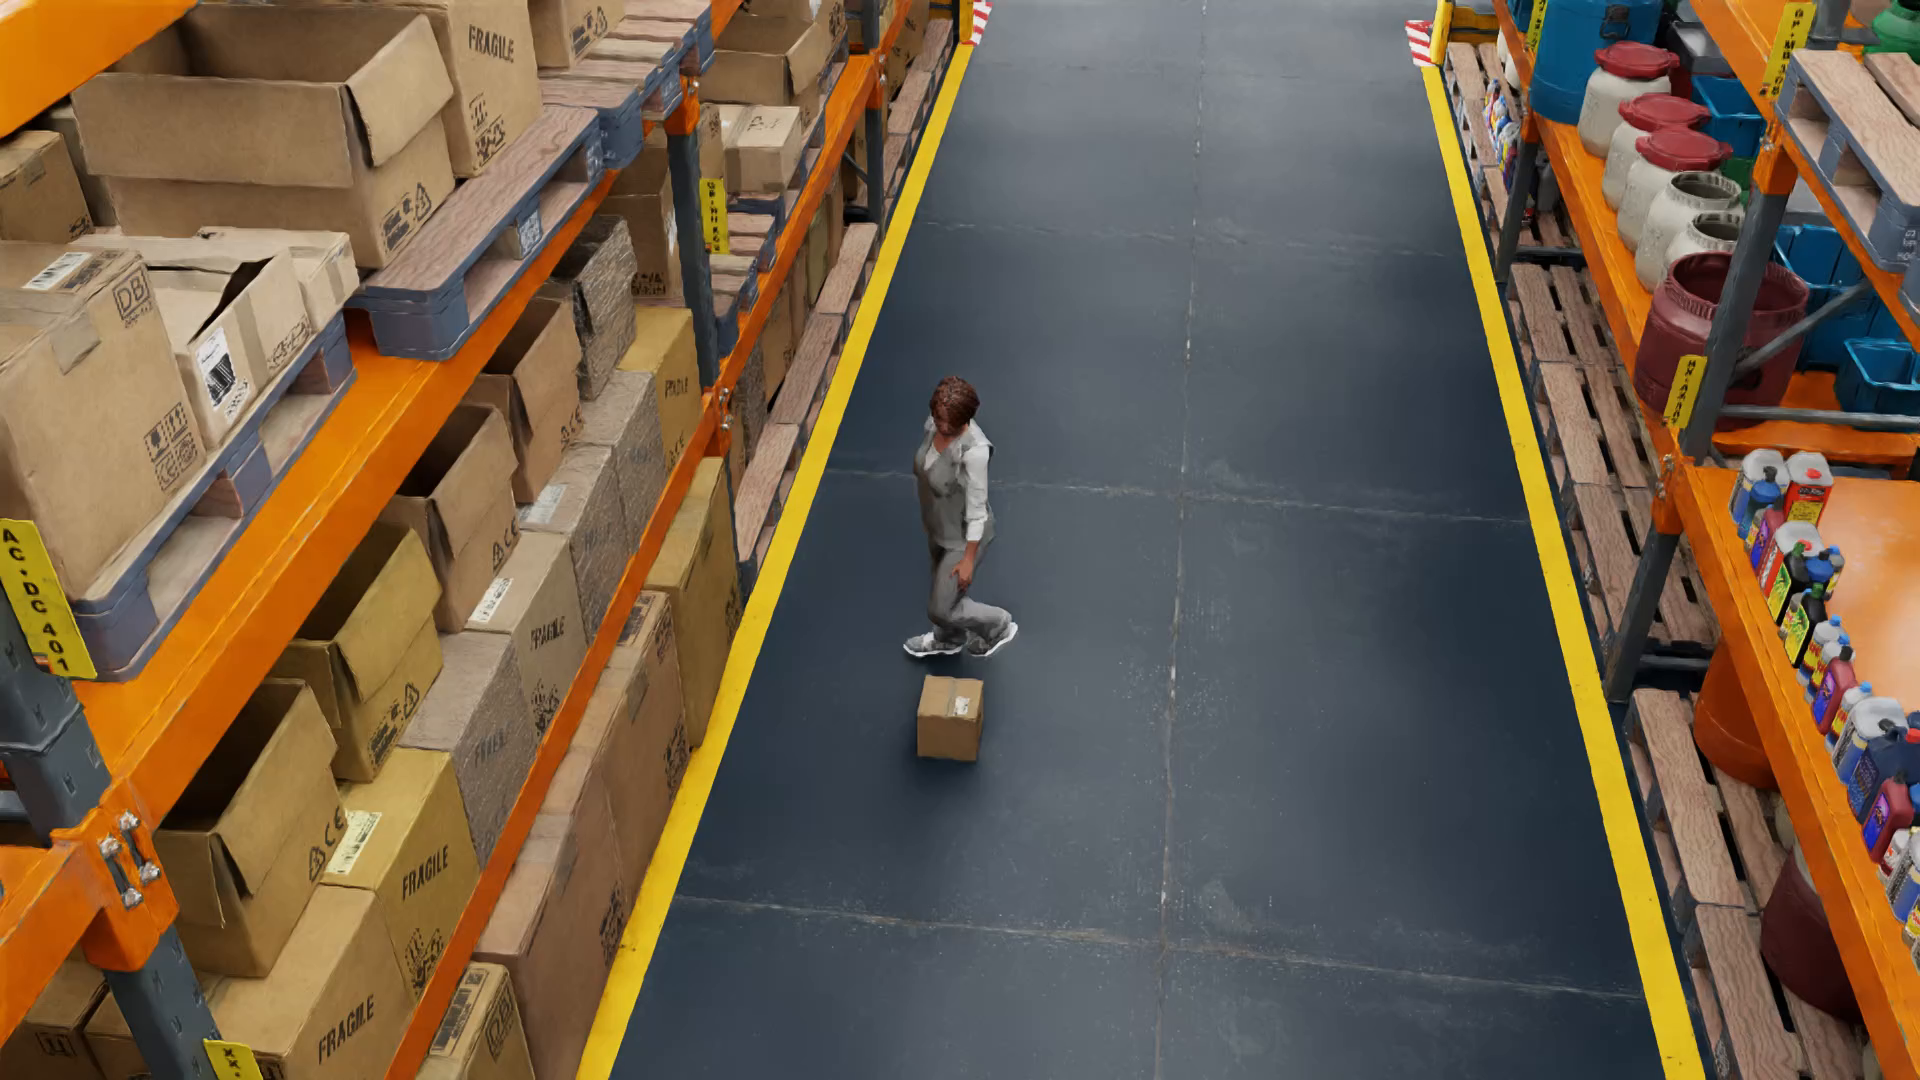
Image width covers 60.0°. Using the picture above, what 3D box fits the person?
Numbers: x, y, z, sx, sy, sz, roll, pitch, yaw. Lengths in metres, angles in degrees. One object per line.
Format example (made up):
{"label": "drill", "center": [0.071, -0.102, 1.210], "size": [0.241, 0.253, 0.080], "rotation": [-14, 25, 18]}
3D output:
{"label": "person", "center": [0.018, -0.040, 7.093], "size": [0.454, 1.564, 0.510], "rotation": [-16, 40, -20]}
